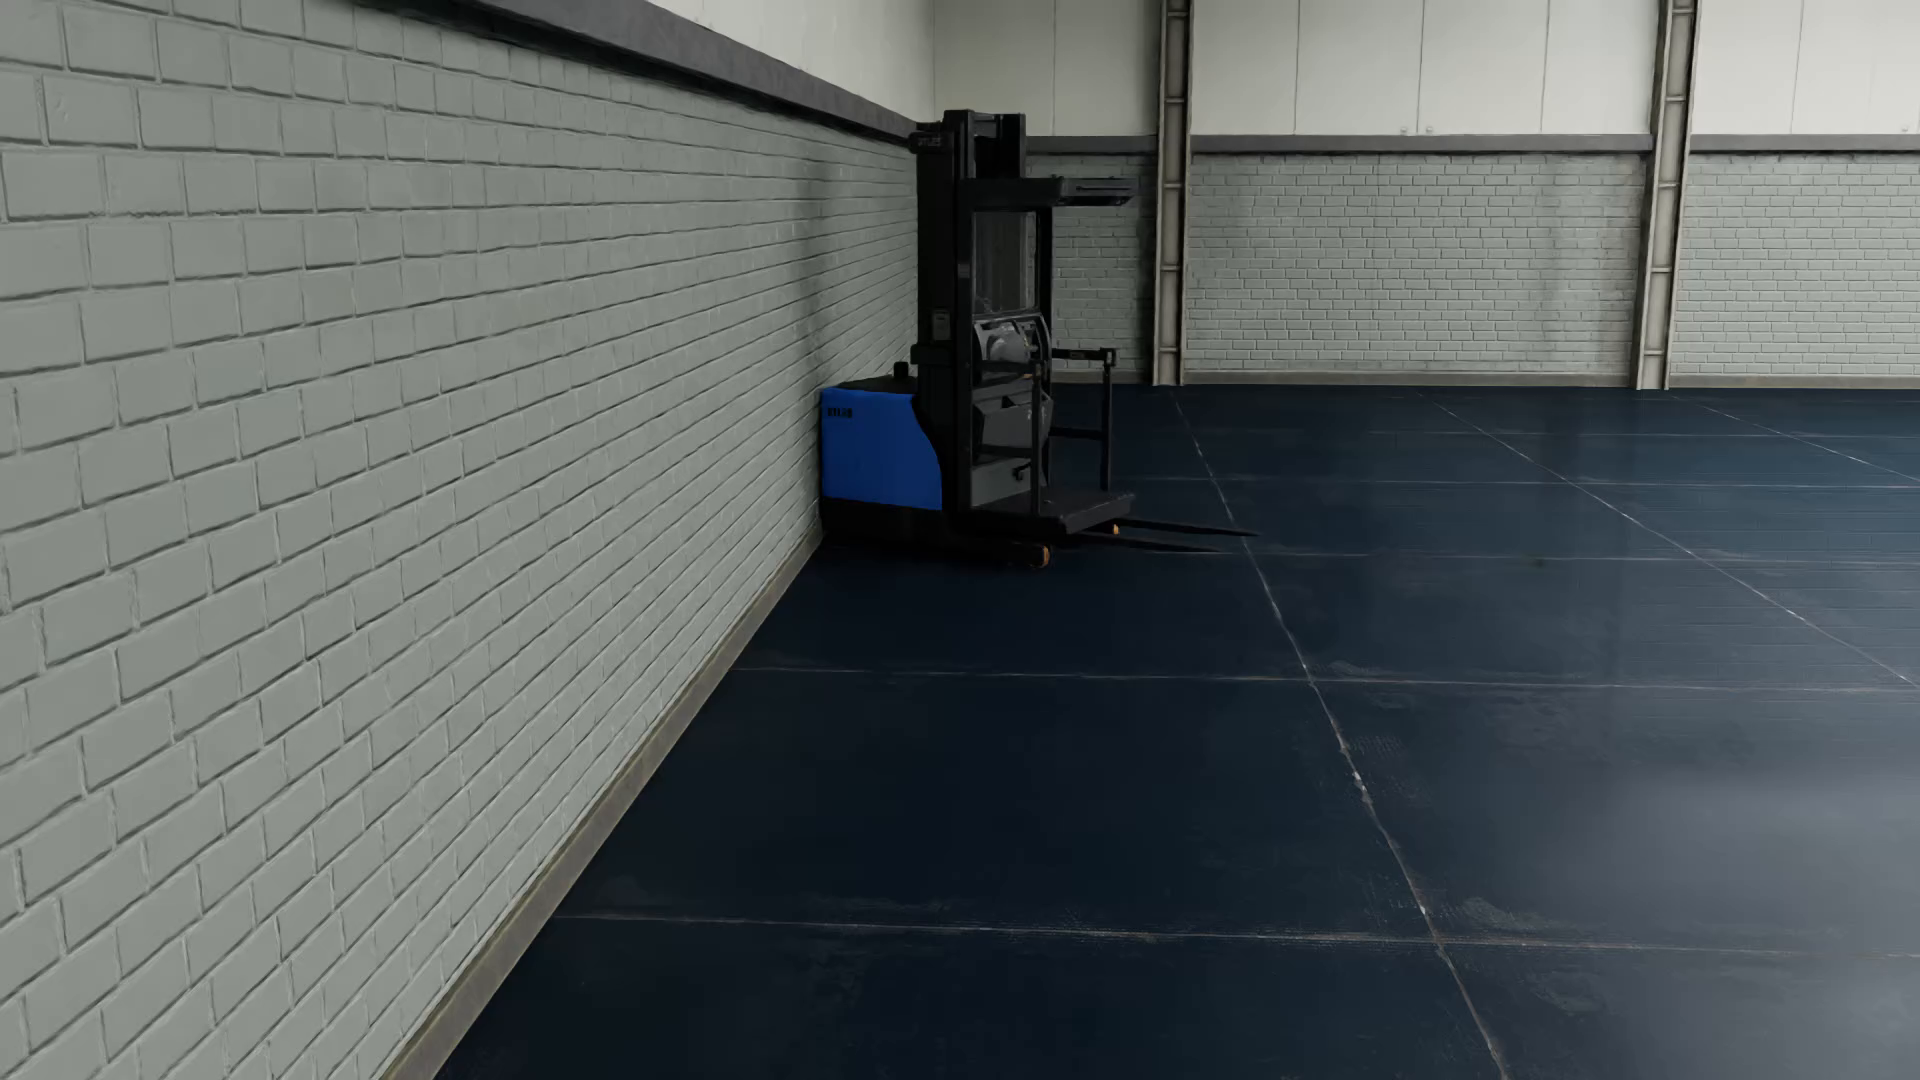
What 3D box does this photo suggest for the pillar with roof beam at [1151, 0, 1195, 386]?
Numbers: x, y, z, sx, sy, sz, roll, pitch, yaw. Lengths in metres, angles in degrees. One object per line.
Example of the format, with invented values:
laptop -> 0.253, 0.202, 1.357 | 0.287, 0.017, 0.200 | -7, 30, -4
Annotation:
pillar with roof beam -> 2.367, -5.512, 16.139 | 0.400, 9.000, 9.100 | 1, 12, 4

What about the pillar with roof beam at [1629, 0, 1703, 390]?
pillar with roof beam -> 8.353, -5.430, 15.747 | 0.400, 9.000, 9.100 | 1, 12, 4

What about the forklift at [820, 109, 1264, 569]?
forklift -> 0.530, -1.367, 11.143 | 3.031, 2.935, 1.130 | 7, 14, 31
